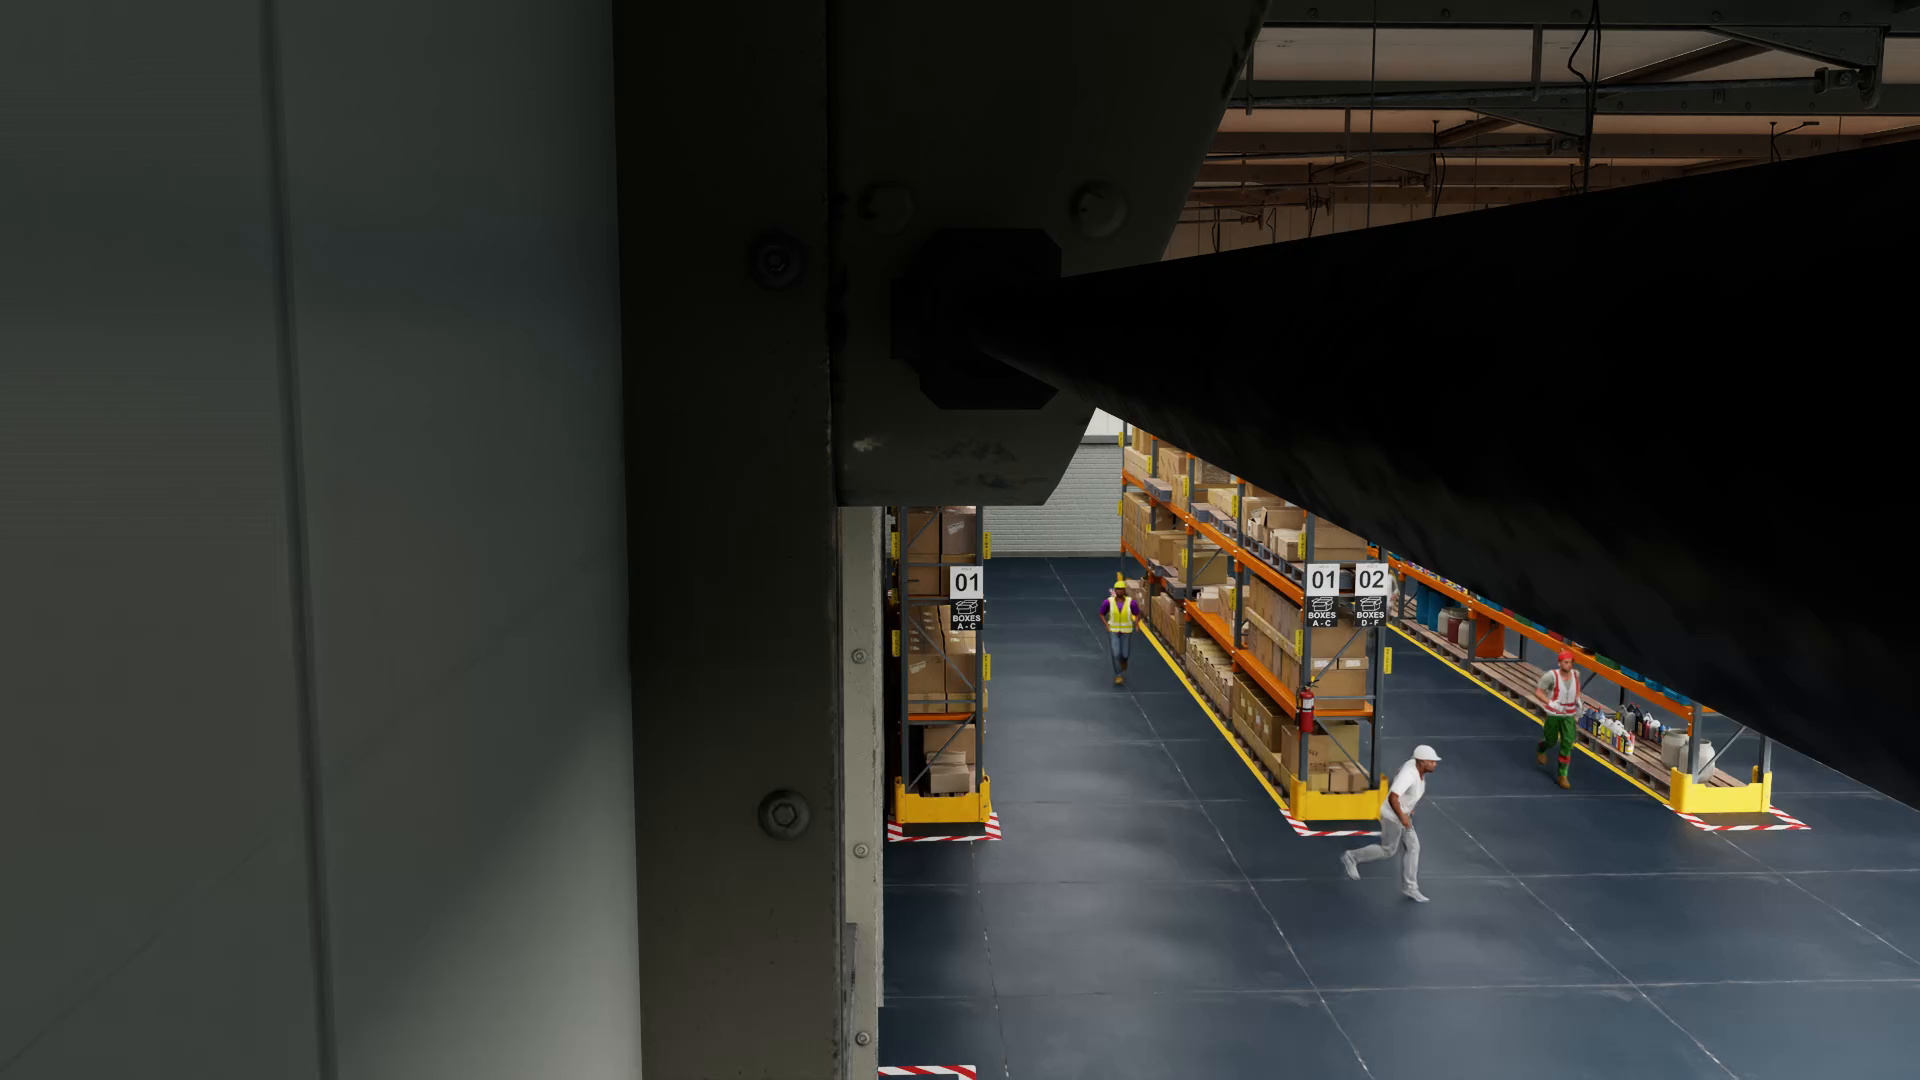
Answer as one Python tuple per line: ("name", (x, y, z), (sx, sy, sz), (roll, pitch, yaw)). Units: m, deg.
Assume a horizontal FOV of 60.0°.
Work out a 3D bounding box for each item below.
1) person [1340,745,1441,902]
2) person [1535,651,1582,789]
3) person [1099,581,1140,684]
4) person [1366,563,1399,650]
("person", (4.634, 3.010, 17.927), (1.019, 1.712, 0.719), (3, 9, 21))
("person", (8.011, 2.335, 22.249), (0.685, 1.775, 1.026), (-1, 8, -4))
("person", (2.694, 1.541, 28.139), (0.702, 1.726, 0.598), (0, 8, 3))
("person", (7.701, 1.209, 30.367), (0.646, 1.740, 0.584), (0, 8, 2))
